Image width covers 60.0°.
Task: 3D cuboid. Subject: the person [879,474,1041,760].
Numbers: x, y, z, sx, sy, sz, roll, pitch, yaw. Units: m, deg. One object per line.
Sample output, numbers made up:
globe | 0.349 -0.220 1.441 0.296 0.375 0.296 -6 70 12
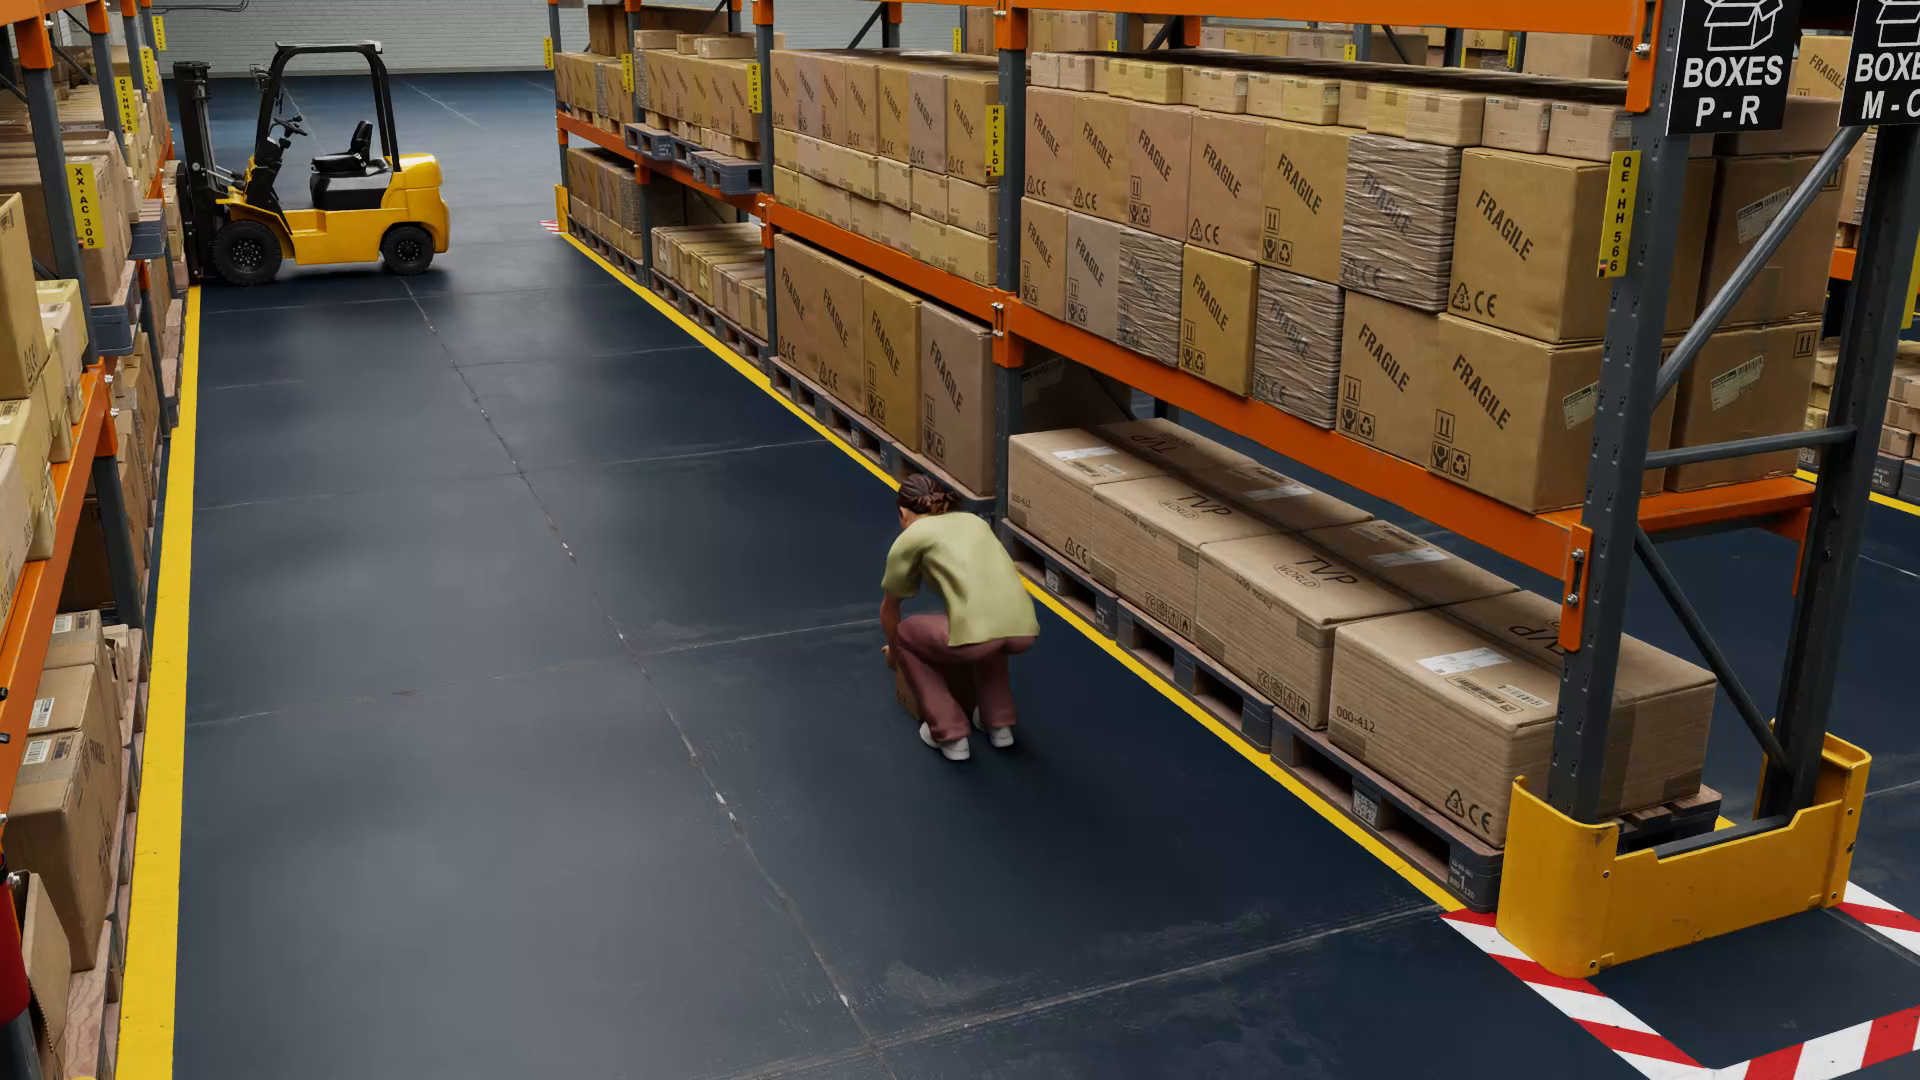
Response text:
person | -0.023 0.294 6.293 0.488 0.976 0.786 -8 21 -22
